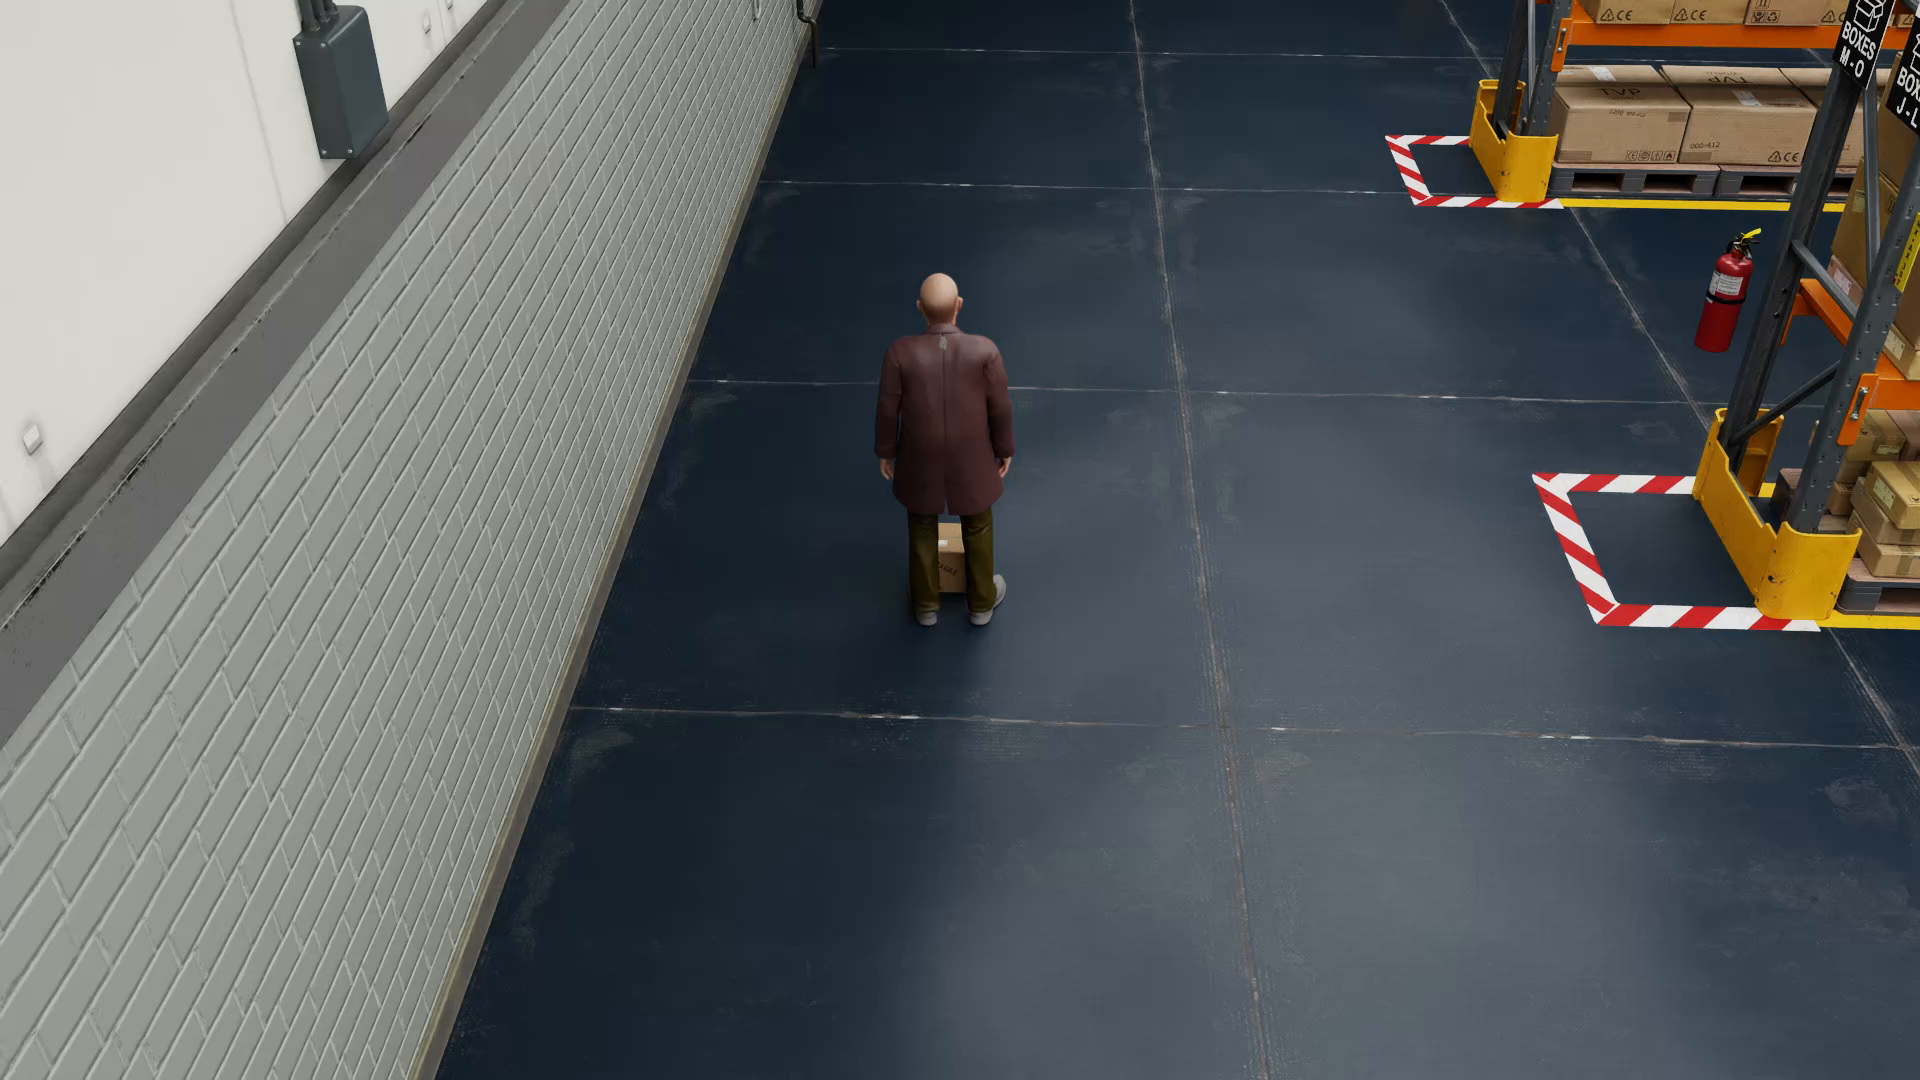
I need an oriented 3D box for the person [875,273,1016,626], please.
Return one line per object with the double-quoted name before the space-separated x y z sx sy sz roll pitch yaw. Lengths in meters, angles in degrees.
"person" -0.065 -0.392 7.687 0.651 1.774 0.417 1 35 1
